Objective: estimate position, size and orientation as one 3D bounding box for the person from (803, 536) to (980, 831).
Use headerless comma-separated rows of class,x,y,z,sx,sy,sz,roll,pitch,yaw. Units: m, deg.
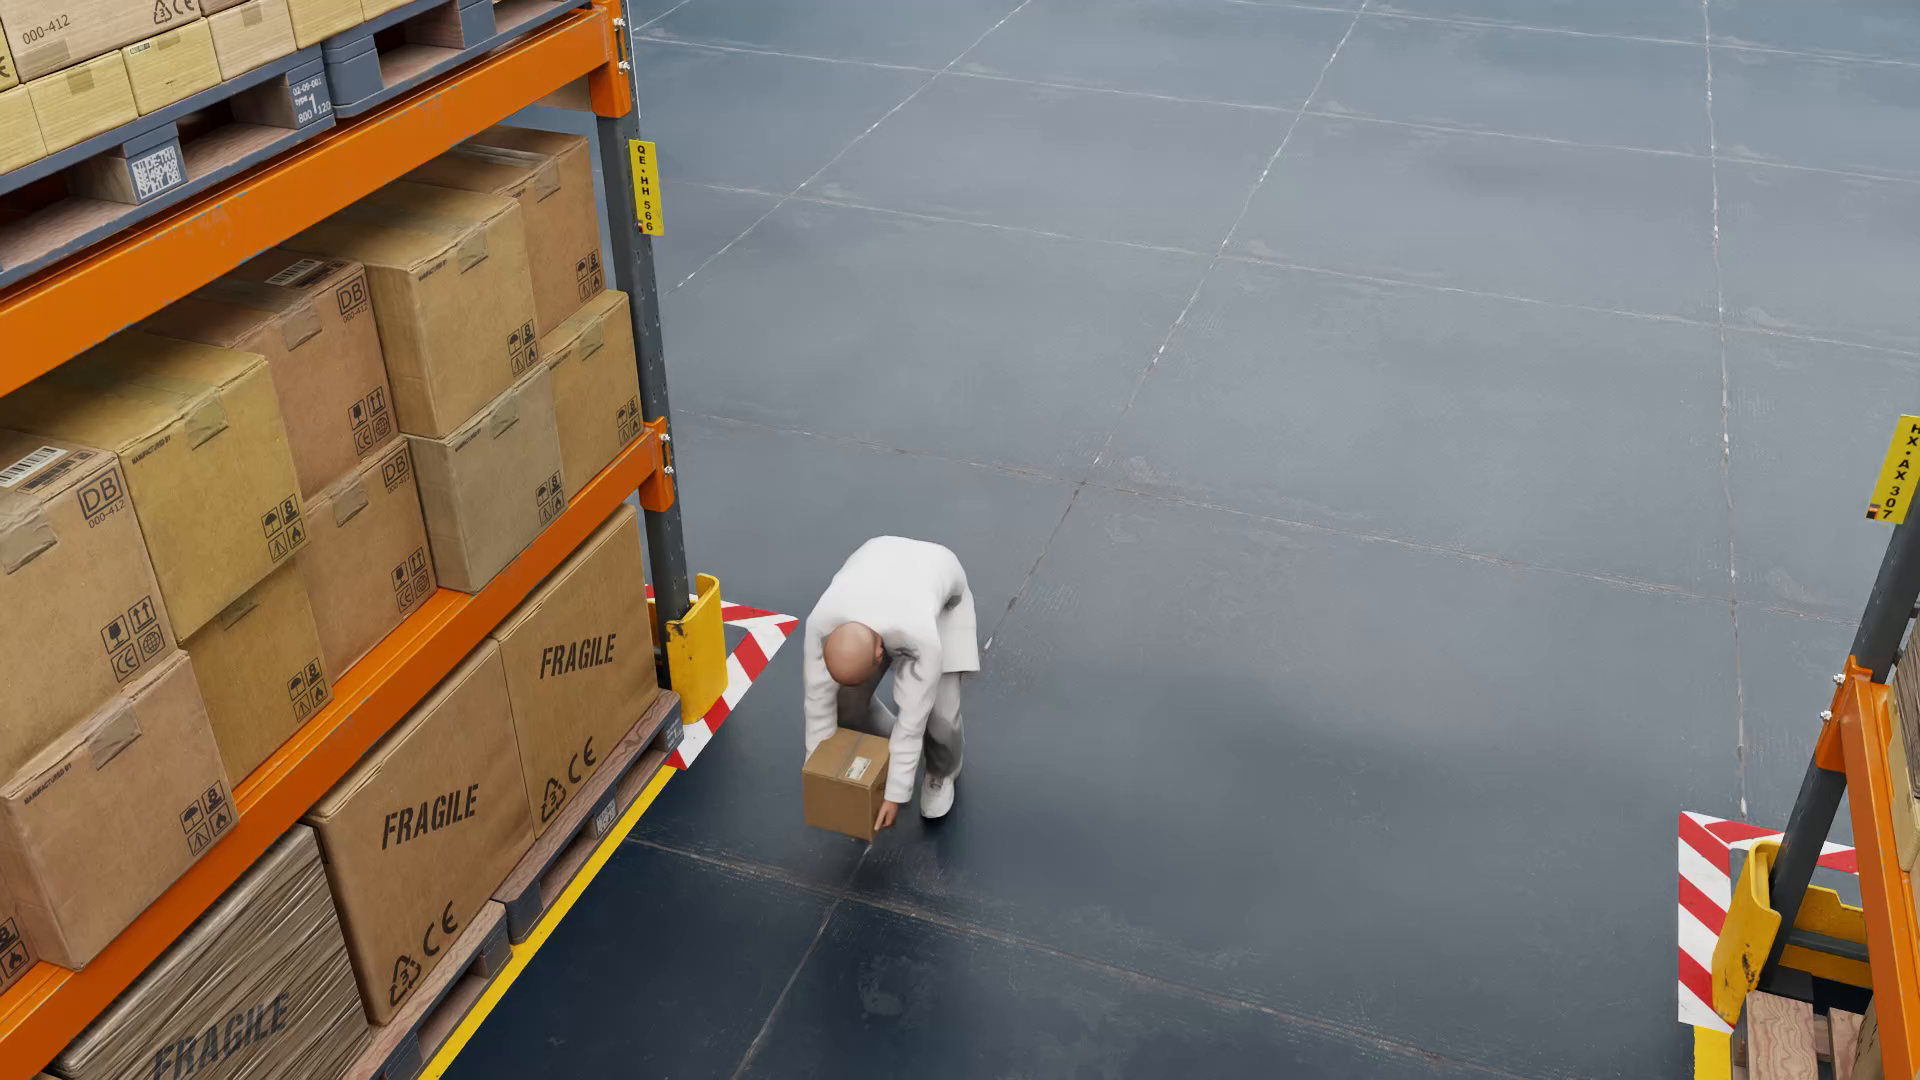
person,-0.257,0.564,5.909,0.586,1.094,0.940,9,34,14
